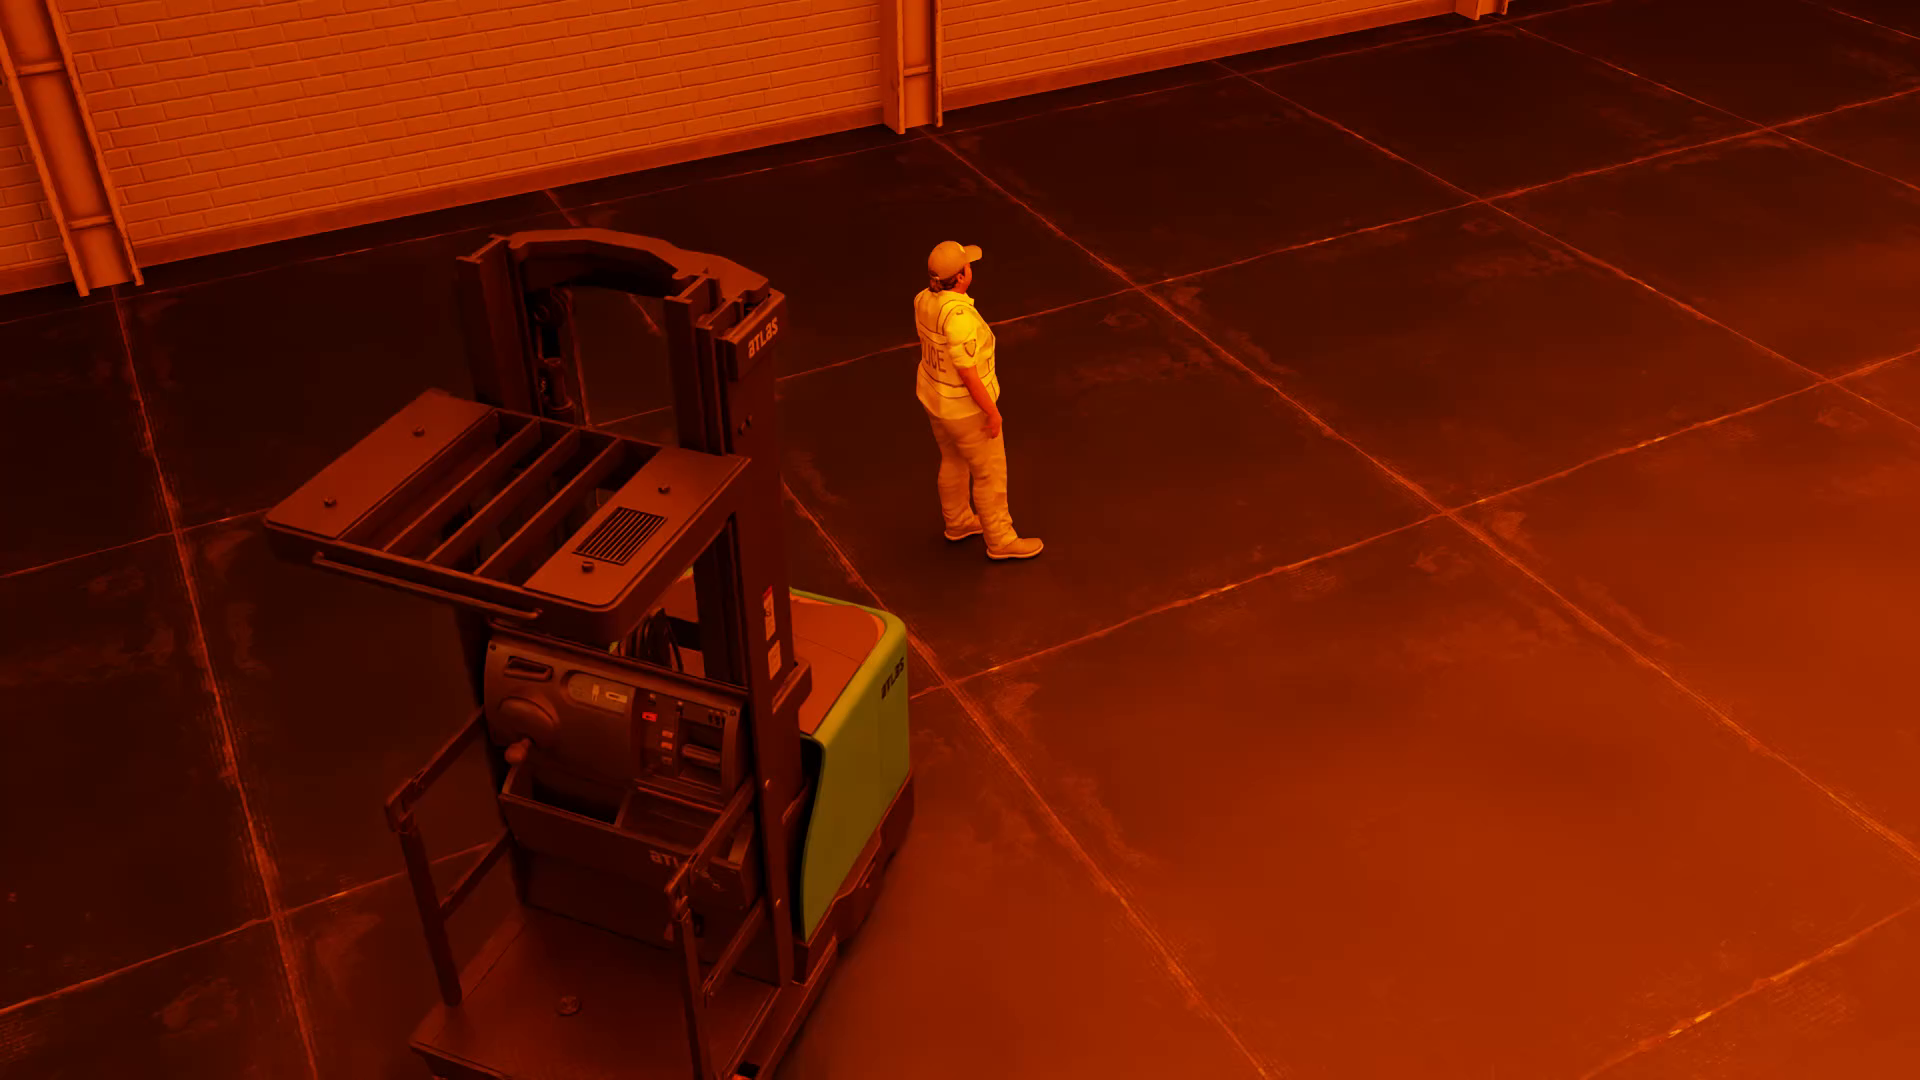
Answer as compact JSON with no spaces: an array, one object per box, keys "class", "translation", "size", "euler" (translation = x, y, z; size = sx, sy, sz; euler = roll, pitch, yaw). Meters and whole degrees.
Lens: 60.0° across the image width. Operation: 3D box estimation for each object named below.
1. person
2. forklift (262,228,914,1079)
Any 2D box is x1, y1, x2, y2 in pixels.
[{"class":"person","translation":[0.078,-0.696,8.190],"size":[0.529,1.670,0.599],"euler":[-17,39,-23]},{"class":"forklift","translation":[-1.202,0.658,5.192],"size":[1.130,2.935,3.031],"euler":[13,37,17]}]
